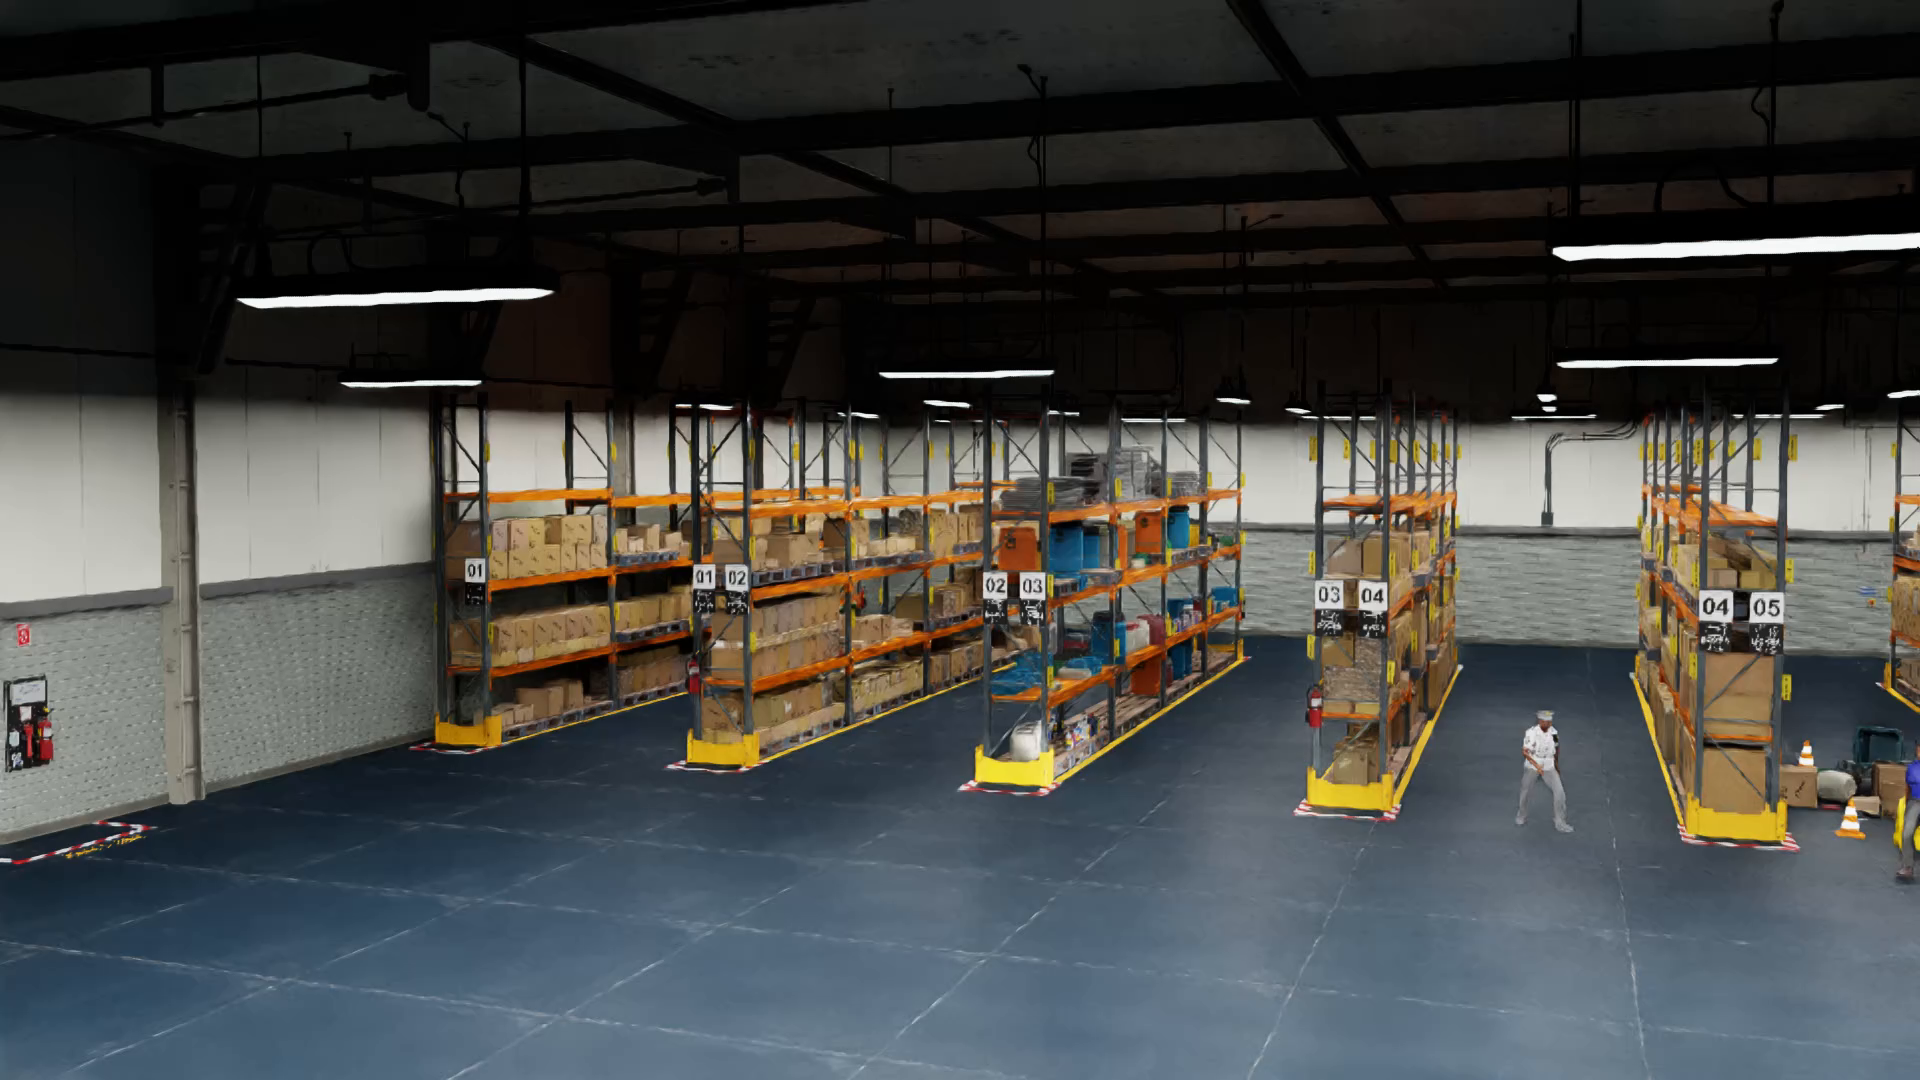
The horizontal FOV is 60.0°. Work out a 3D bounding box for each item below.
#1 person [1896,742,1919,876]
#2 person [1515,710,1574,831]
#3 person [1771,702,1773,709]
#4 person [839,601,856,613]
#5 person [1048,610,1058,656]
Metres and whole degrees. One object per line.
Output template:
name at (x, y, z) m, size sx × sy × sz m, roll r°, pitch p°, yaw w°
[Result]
person at (11.421, 3.154, 19.644) m, size 0.499 × 1.592 × 0.916 m, roll 3°, pitch 4°, yaw 41°
person at (7.720, 3.014, 22.035) m, size 0.619 × 1.611 × 0.798 m, roll 0°, pitch 3°, yaw 0°
person at (15.737, 2.369, 32.394) m, size 0.456 × 1.786 × 0.620 m, roll -1°, pitch 3°, yaw -11°
person at (-3.116, 1.718, 45.085) m, size 0.722 × 1.783 × 0.500 m, roll -1°, pitch 3°, yaw -24°
person at (1.943, 2.293, 35.654) m, size 0.455 × 1.612 × 1.019 m, roll 1°, pitch 3°, yaw 19°
